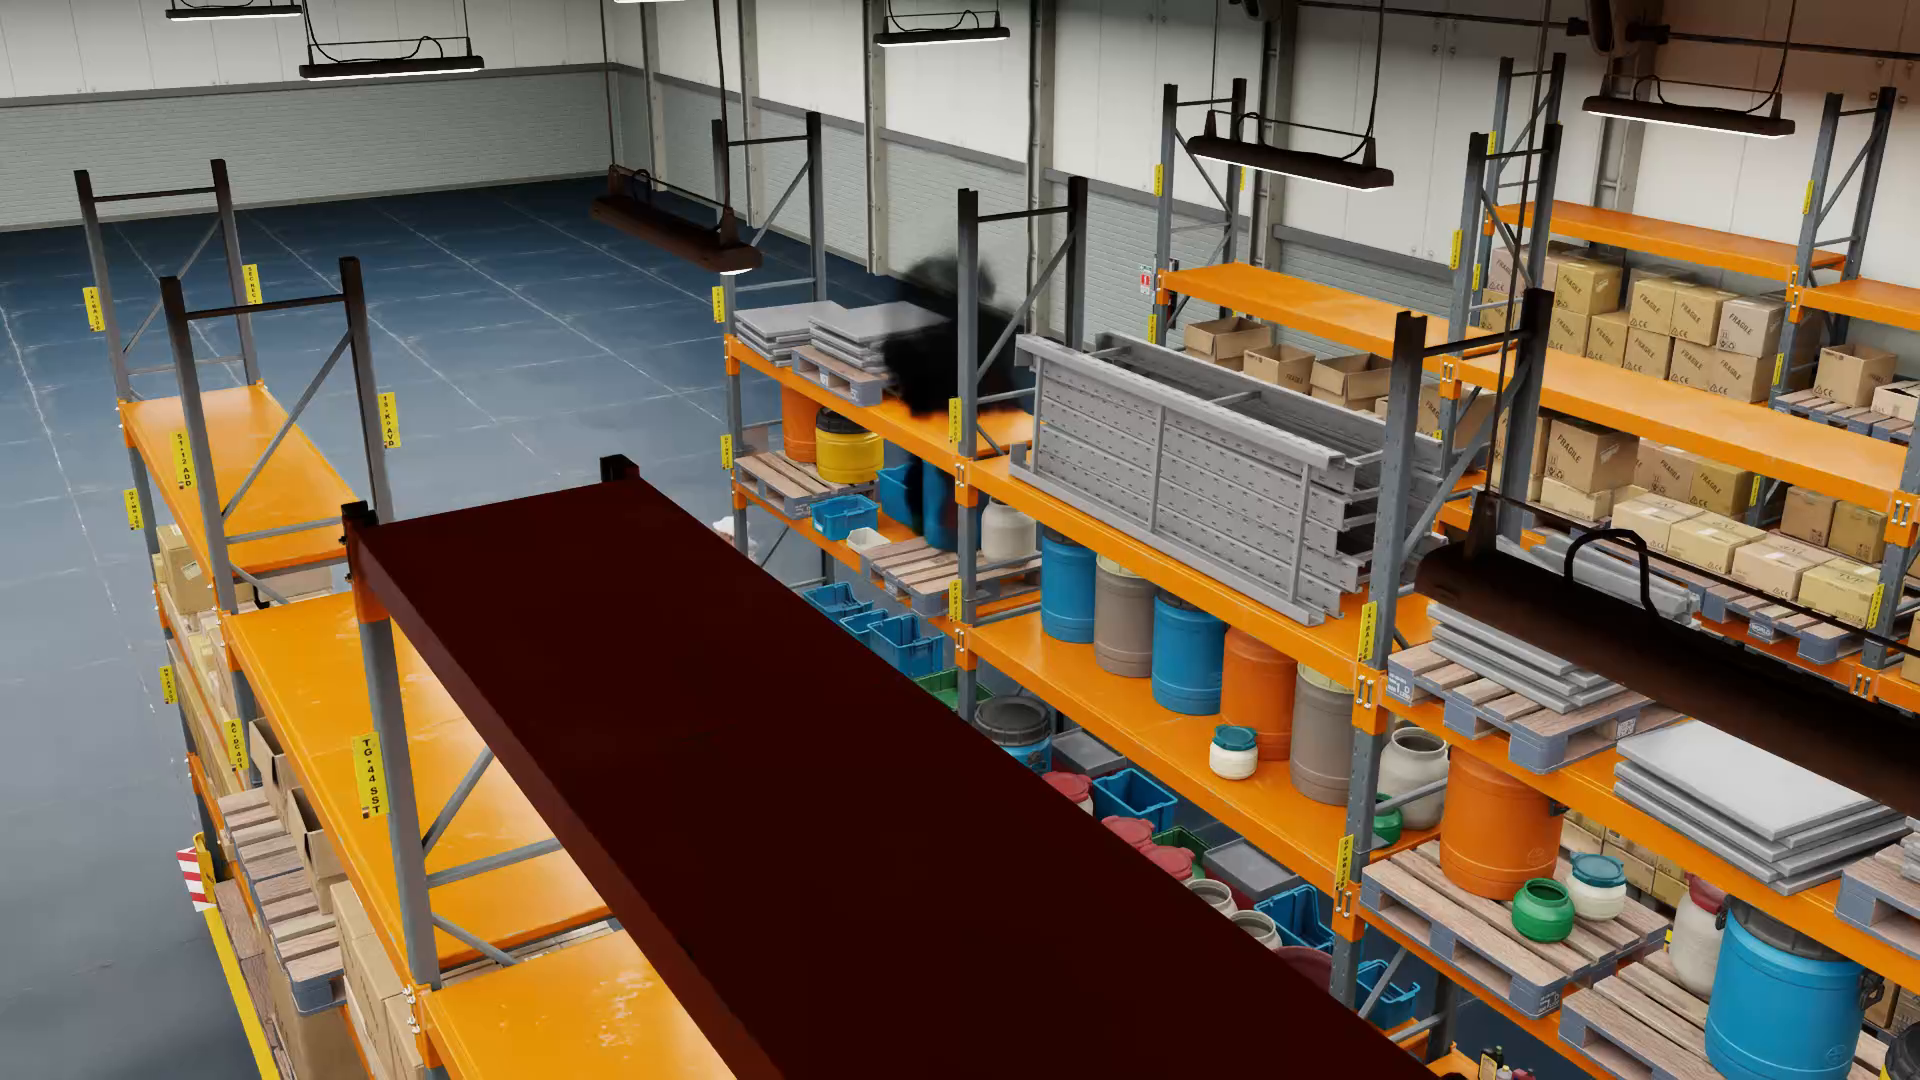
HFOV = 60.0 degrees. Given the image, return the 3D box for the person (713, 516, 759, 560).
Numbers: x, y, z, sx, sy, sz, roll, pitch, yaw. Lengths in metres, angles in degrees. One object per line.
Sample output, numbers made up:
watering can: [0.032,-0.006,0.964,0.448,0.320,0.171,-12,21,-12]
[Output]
person: [-2.364,0.533,17.741,0.664,1.746,0.706,-1,22,-2]
